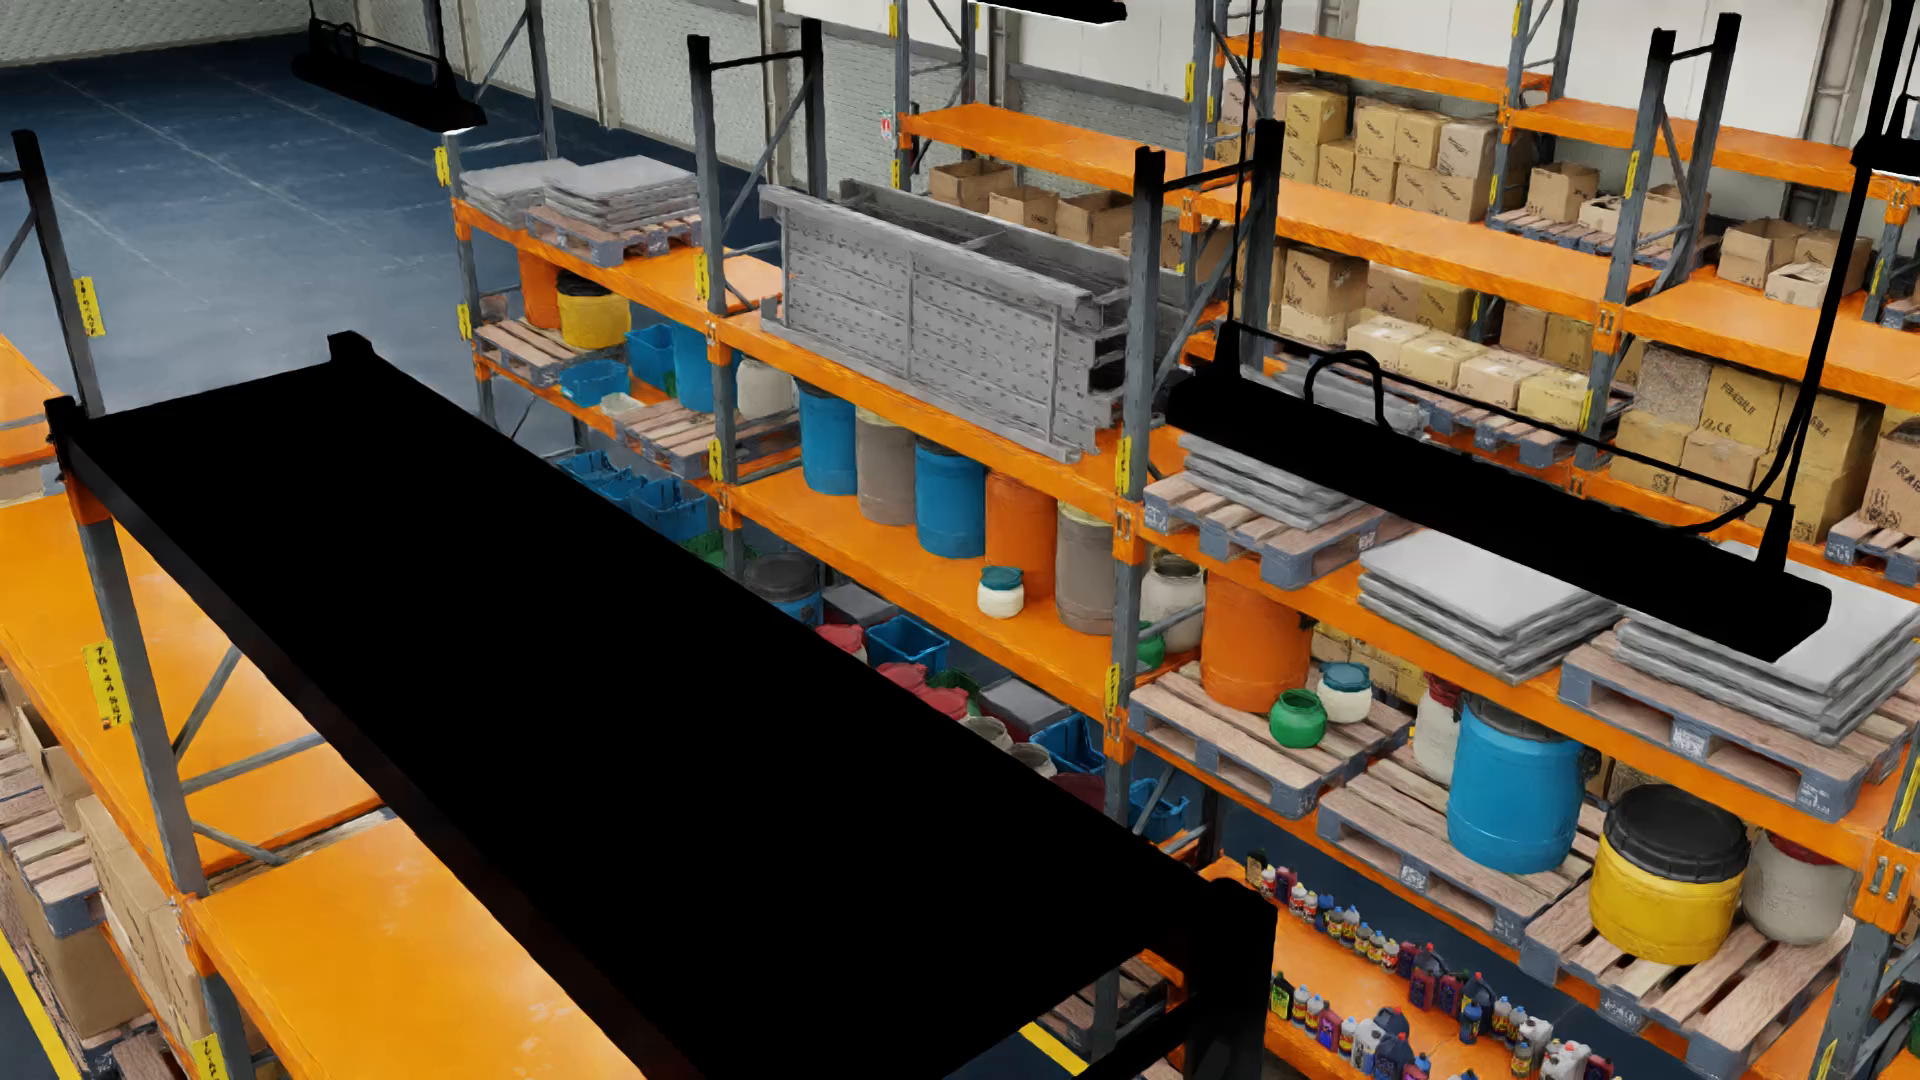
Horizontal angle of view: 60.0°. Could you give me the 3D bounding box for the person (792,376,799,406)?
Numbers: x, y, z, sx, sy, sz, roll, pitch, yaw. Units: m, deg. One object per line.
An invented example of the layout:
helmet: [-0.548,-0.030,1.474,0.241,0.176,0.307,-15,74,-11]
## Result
person: [-2.062,-1.668,19.066,0.799,1.610,0.614,15,30,27]
